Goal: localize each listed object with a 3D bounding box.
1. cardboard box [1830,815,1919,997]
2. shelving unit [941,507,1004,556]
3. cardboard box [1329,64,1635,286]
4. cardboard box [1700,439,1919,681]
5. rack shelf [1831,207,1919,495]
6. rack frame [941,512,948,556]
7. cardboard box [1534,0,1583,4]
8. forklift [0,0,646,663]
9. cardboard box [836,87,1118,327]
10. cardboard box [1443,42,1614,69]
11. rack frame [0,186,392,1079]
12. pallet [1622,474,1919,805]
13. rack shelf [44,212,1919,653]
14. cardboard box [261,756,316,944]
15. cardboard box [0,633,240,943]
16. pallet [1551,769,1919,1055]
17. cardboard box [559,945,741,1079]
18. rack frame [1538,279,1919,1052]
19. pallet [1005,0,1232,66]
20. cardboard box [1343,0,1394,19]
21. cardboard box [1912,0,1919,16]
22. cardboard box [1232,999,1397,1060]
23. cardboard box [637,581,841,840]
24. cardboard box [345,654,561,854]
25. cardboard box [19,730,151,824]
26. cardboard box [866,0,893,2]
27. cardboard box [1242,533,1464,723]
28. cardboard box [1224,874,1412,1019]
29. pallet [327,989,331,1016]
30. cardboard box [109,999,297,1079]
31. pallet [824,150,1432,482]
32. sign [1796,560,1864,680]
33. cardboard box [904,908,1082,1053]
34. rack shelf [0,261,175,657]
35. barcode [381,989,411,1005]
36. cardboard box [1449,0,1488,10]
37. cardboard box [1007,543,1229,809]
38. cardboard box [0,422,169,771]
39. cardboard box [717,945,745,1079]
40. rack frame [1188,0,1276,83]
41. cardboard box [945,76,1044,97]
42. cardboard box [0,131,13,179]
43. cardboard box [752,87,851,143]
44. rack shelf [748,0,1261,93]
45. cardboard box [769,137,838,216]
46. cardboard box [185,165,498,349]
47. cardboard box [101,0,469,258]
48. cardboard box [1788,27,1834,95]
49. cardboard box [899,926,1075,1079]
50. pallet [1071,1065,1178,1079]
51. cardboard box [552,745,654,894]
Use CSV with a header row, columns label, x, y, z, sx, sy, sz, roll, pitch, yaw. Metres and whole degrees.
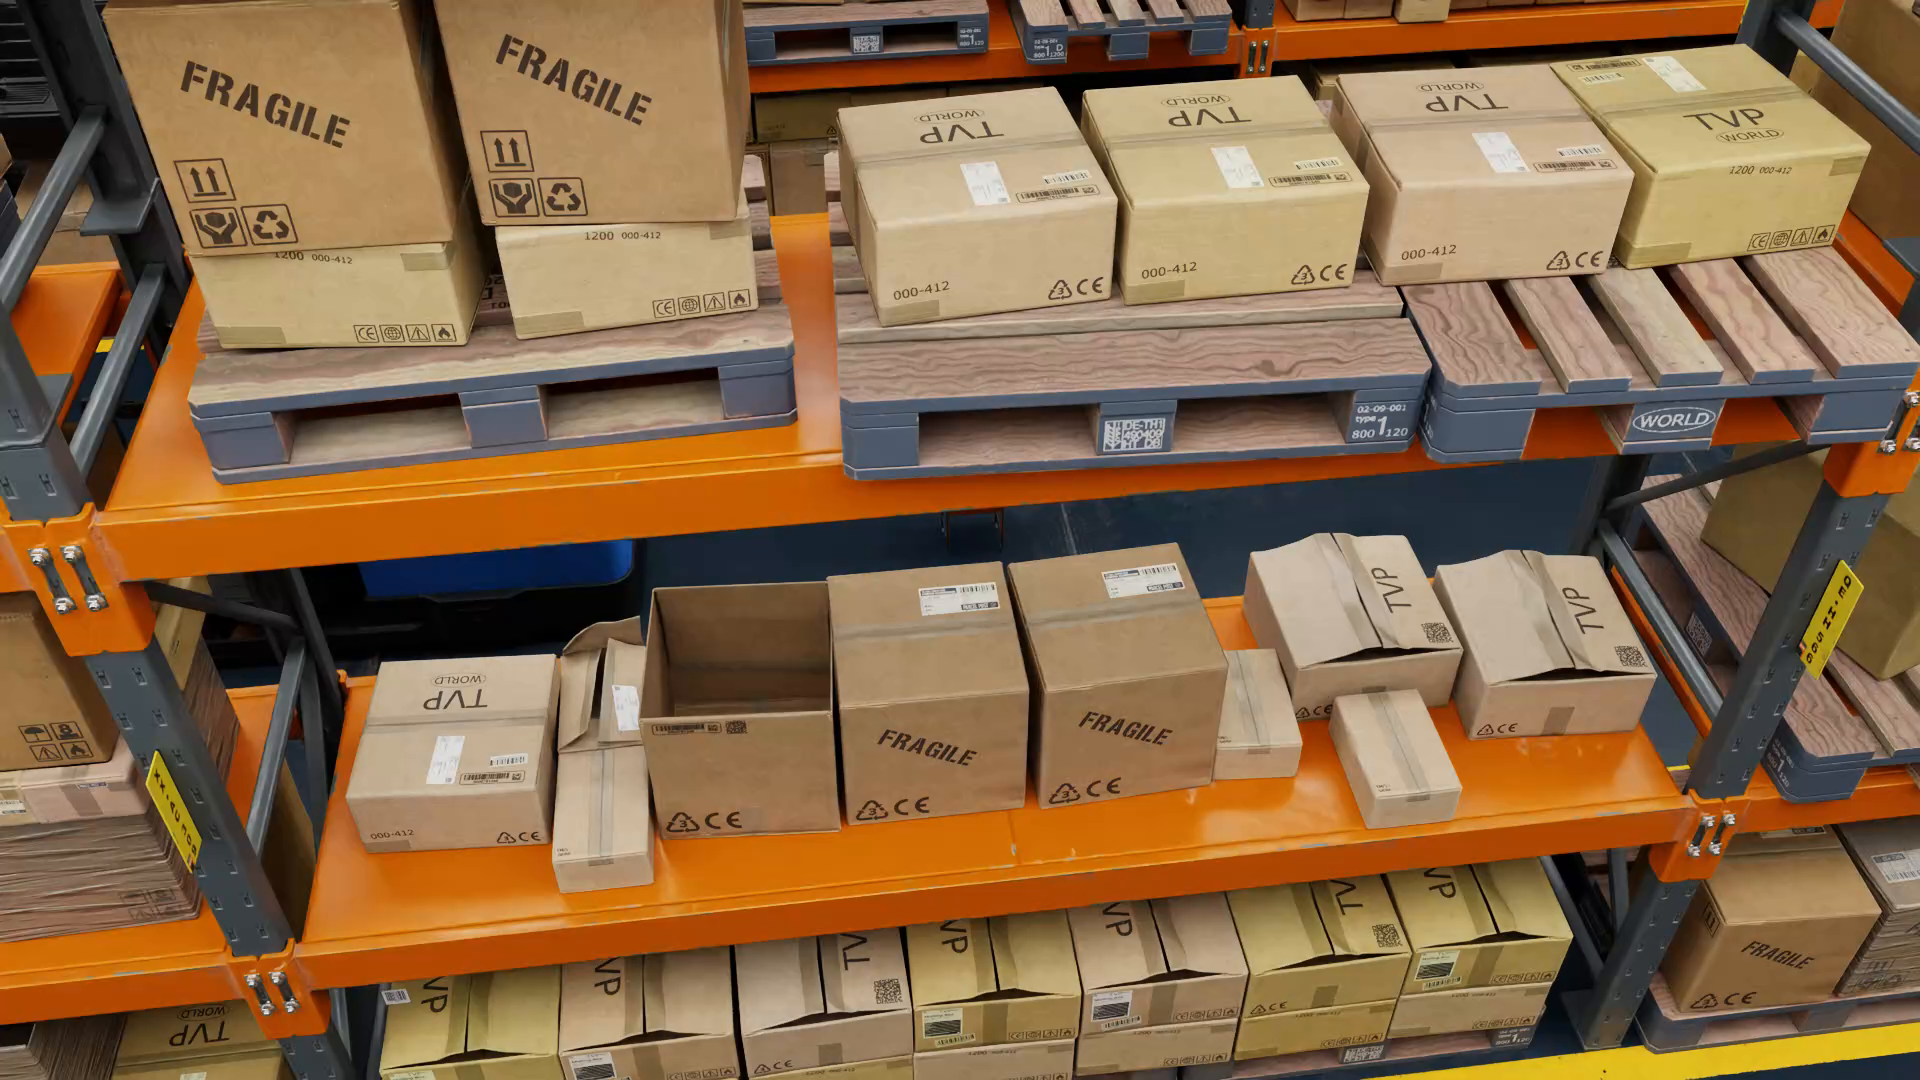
label,x,y,z,sx,sy,sz,roll,pitch,yaw
cardboard box,3.094,1.129,5.512,0.500,0.500,0.500,-6,42,-7
shelving unit,0.053,-0.394,7.119,0.252,1.050,0.215,-5,42,-6
cardboard box,1.127,-0.817,3.690,0.500,0.250,0.500,-4,42,-4
cardboard box,2.697,-0.059,4.903,0.500,0.500,0.700,-19,45,-20
rack shelf,4.070,-0.757,4.363,4.000,0.370,1.077,-5,42,-6
rack frame,-0.068,-0.384,7.107,0.008,1.050,0.200,-5,42,-6
cardboard box,3.070,-2.946,8.664,0.250,0.149,0.380,-4,42,-5
forklift,-2.897,-0.938,6.316,3.031,2.935,1.130,-4,42,-4
cardboard box,0.024,-0.729,3.593,0.500,0.250,0.500,-8,43,-9
cardboard box,3.056,-2.433,9.214,0.750,0.750,0.750,-5,42,-6
rack frame,-1.879,0.611,4.549,0.127,3.000,1.000,-5,42,-6
pallet,2.750,0.229,5.115,1.003,0.211,1.213,-5,42,-6
rack shelf,0.104,-0.410,3.978,4.000,0.370,1.077,-5,42,-6
cardboard box,-2.380,1.029,5.264,0.500,0.500,0.500,-5,42,-6
cardboard box,-2.319,0.616,4.468,0.500,0.500,0.700,-6,42,-7
pallet,2.832,1.259,5.912,1.213,0.211,1.003,-5,42,-6
cardboard box,-0.940,1.357,5.042,0.500,0.311,0.500,-5,42,-6
rack frame,2.087,0.263,4.934,0.127,3.000,1.000,-5,42,-6
pallet,0.748,-2.823,8.498,1.003,0.211,1.213,-5,42,-6
cardboard box,2.048,-2.831,8.537,0.250,0.149,0.380,-4,42,-5
cardboard box,2.520,-1.293,3.598,0.500,0.500,0.500,-5,42,-6
cardboard box,1.086,1.383,5.432,0.500,0.250,0.500,-5,42,-6
cardboard box,-0.593,0.472,4.628,0.500,0.500,0.500,-2,42,-2
cardboard box,-1.397,0.594,4.679,0.500,0.250,0.500,-3,42,-3
cardboard box,-2.121,0.498,4.114,0.250,0.149,0.380,-5,42,-6
cardboard box,-0.256,-3.056,8.211,0.500,0.500,0.700,-5,42,-6
cardboard box,1.175,0.245,5.020,0.500,0.311,0.500,-5,42,-6
cardboard box,1.085,1.178,5.240,0.500,0.311,0.500,-6,42,-6
pallet,-2.673,1.687,5.437,1.213,0.211,1.003,-5,42,-6
cardboard box,-2.311,1.661,5.124,0.500,0.250,0.500,-5,42,-6
pallet,0.317,-0.563,3.751,1.213,0.211,1.003,-3,42,-4
sign,2.162,0.202,4.138,0.005,0.325,0.100,-5,42,-6
cardboard box,0.087,1.263,5.147,0.500,0.311,0.500,-4,42,-4
rack shelf,-3.863,-0.063,3.592,4.000,0.370,1.077,-5,42,-6
barcode,-1.572,1.273,4.635,0.075,0.075,0.001,-5,42,-6
cardboard box,2.556,-2.902,8.616,0.250,0.149,0.380,-5,42,-6
cardboard box,0.425,0.383,4.727,0.500,0.500,0.500,-7,43,-8
cardboard box,-2.319,0.134,4.033,0.500,0.500,0.700,-5,42,-5
cardboard box,-0.940,1.562,5.234,0.500,0.250,0.500,-4,42,-4
rack frame,1.441,-3.026,8.581,0.127,3.000,1.000,-5,42,-6
cardboard box,0.160,-2.435,8.903,0.500,0.250,0.500,-4,42,-5
cardboard box,-2.413,-0.880,3.469,0.500,0.500,0.500,-2,42,-2
cardboard box,-0.846,-2.356,8.815,0.500,0.250,0.500,-6,42,-7
rack shelf,-0.542,-2.586,8.629,4.000,0.370,1.077,-5,42,-6
cardboard box,-0.781,-2.085,9.075,0.500,0.500,0.700,-5,42,-5
cardboard box,-1.267,-0.651,3.506,0.500,0.250,0.500,-1,42,-1
cardboard box,-1.263,-0.909,3.233,0.500,0.500,0.500,-5,42,-5
cardboard box,4.779,-2.589,9.387,0.750,0.750,0.750,-5,42,-5
cardboard box,0.077,1.471,5.334,0.500,0.250,0.500,-4,42,-5
pallet,0.058,1.448,5.702,1.213,0.211,1.003,-5,42,-6
cardboard box,-0.974,0.763,4.568,0.250,0.149,0.380,-5,42,-6
